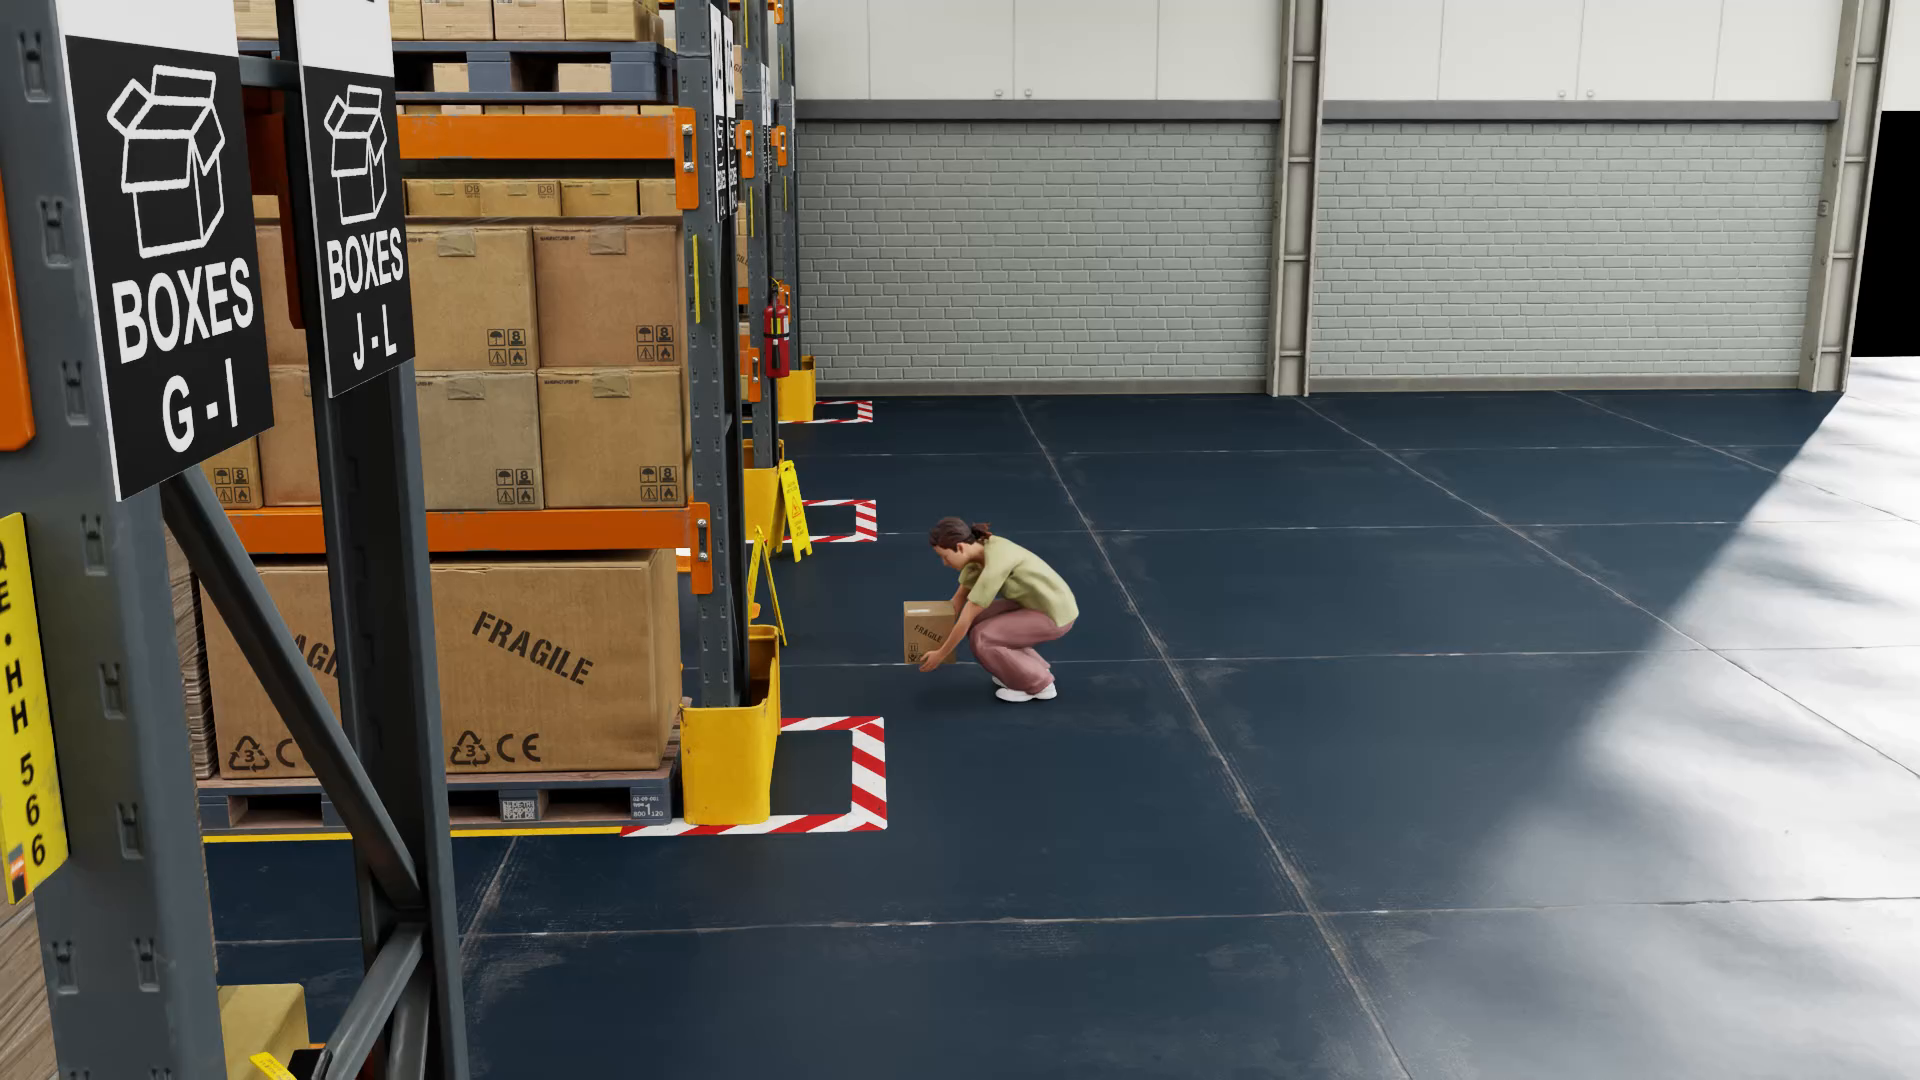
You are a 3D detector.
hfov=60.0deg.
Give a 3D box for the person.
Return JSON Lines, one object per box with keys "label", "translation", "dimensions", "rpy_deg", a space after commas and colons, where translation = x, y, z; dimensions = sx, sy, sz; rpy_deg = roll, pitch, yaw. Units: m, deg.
{"label": "person", "translation": [0.187, 0.324, 8.258], "dimensions": [0.807, 0.929, 0.494], "rpy_deg": [-1, 14, -3]}
